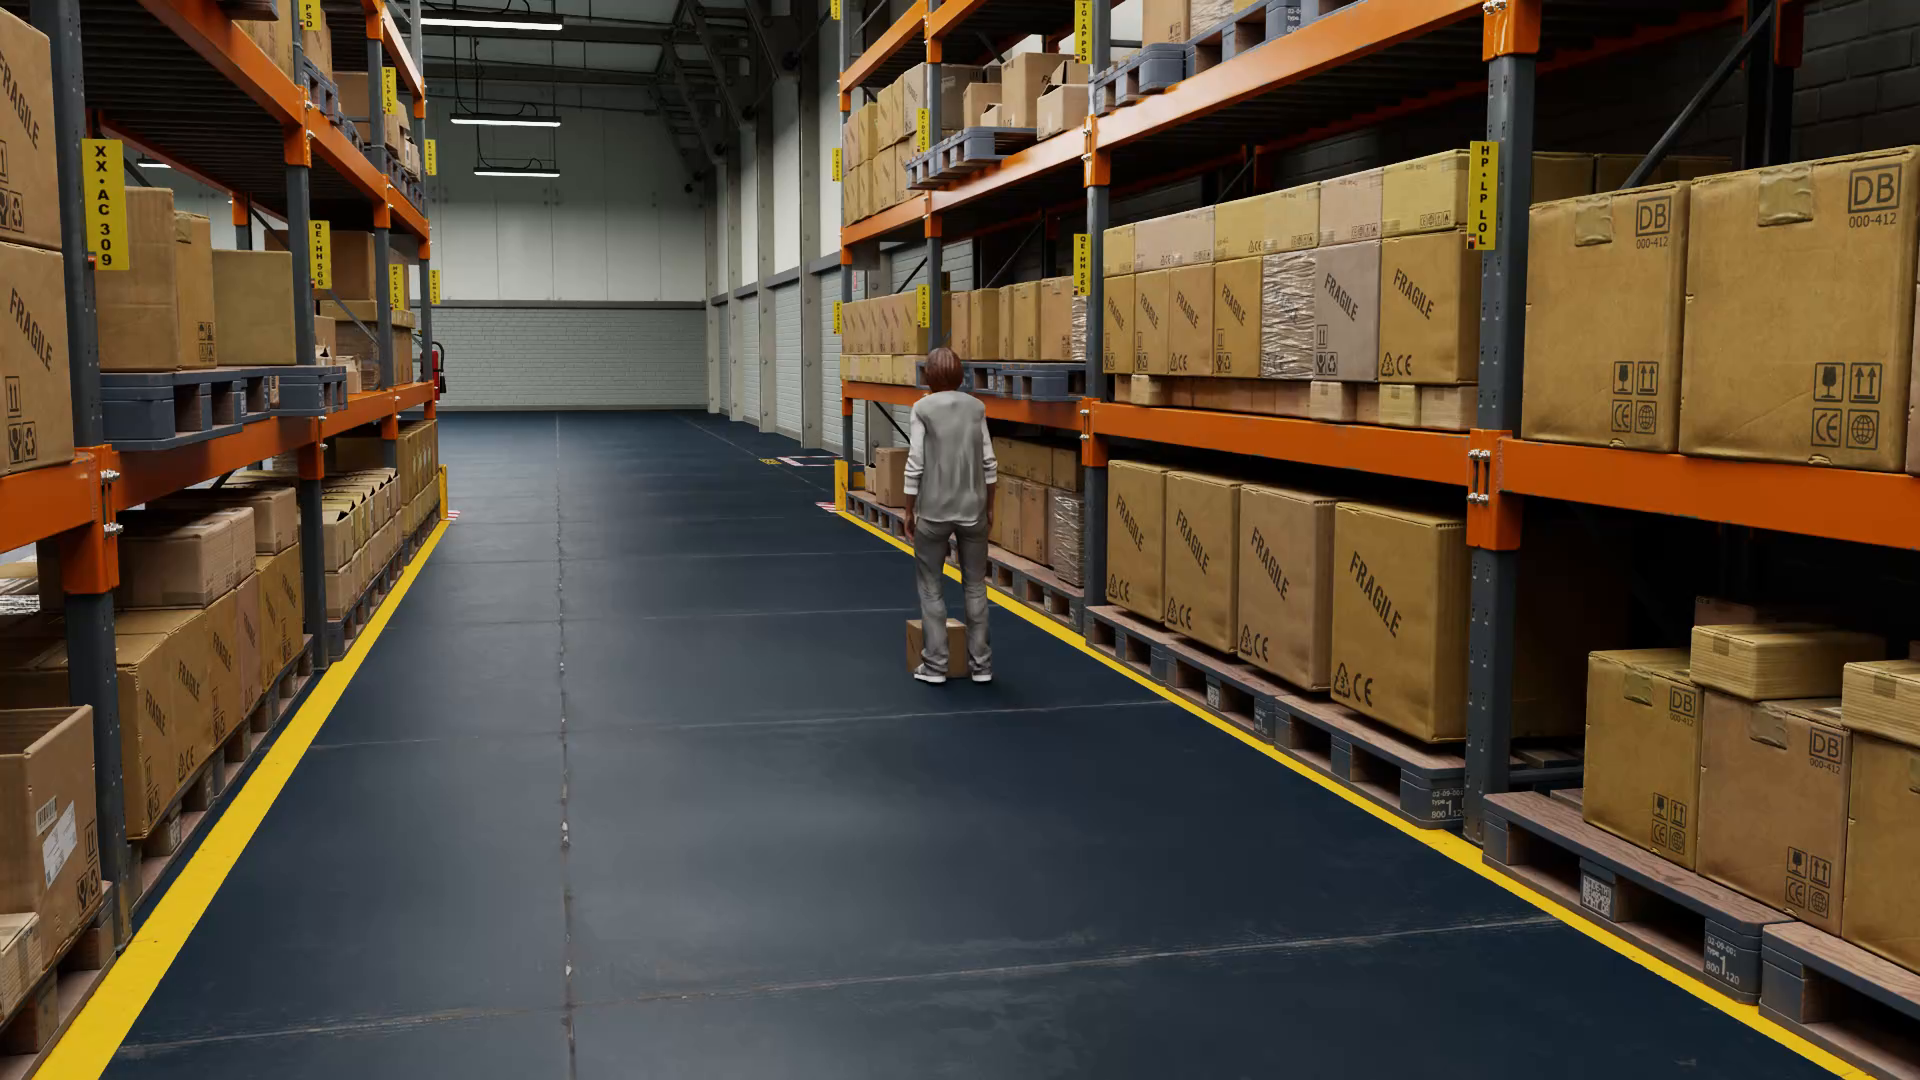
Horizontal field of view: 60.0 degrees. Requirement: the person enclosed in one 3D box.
[{"bbox_3d":[-0.049,-0.110,7.881,0.468,1.590,0.376,-2,7,-16],"label":"person"}]
